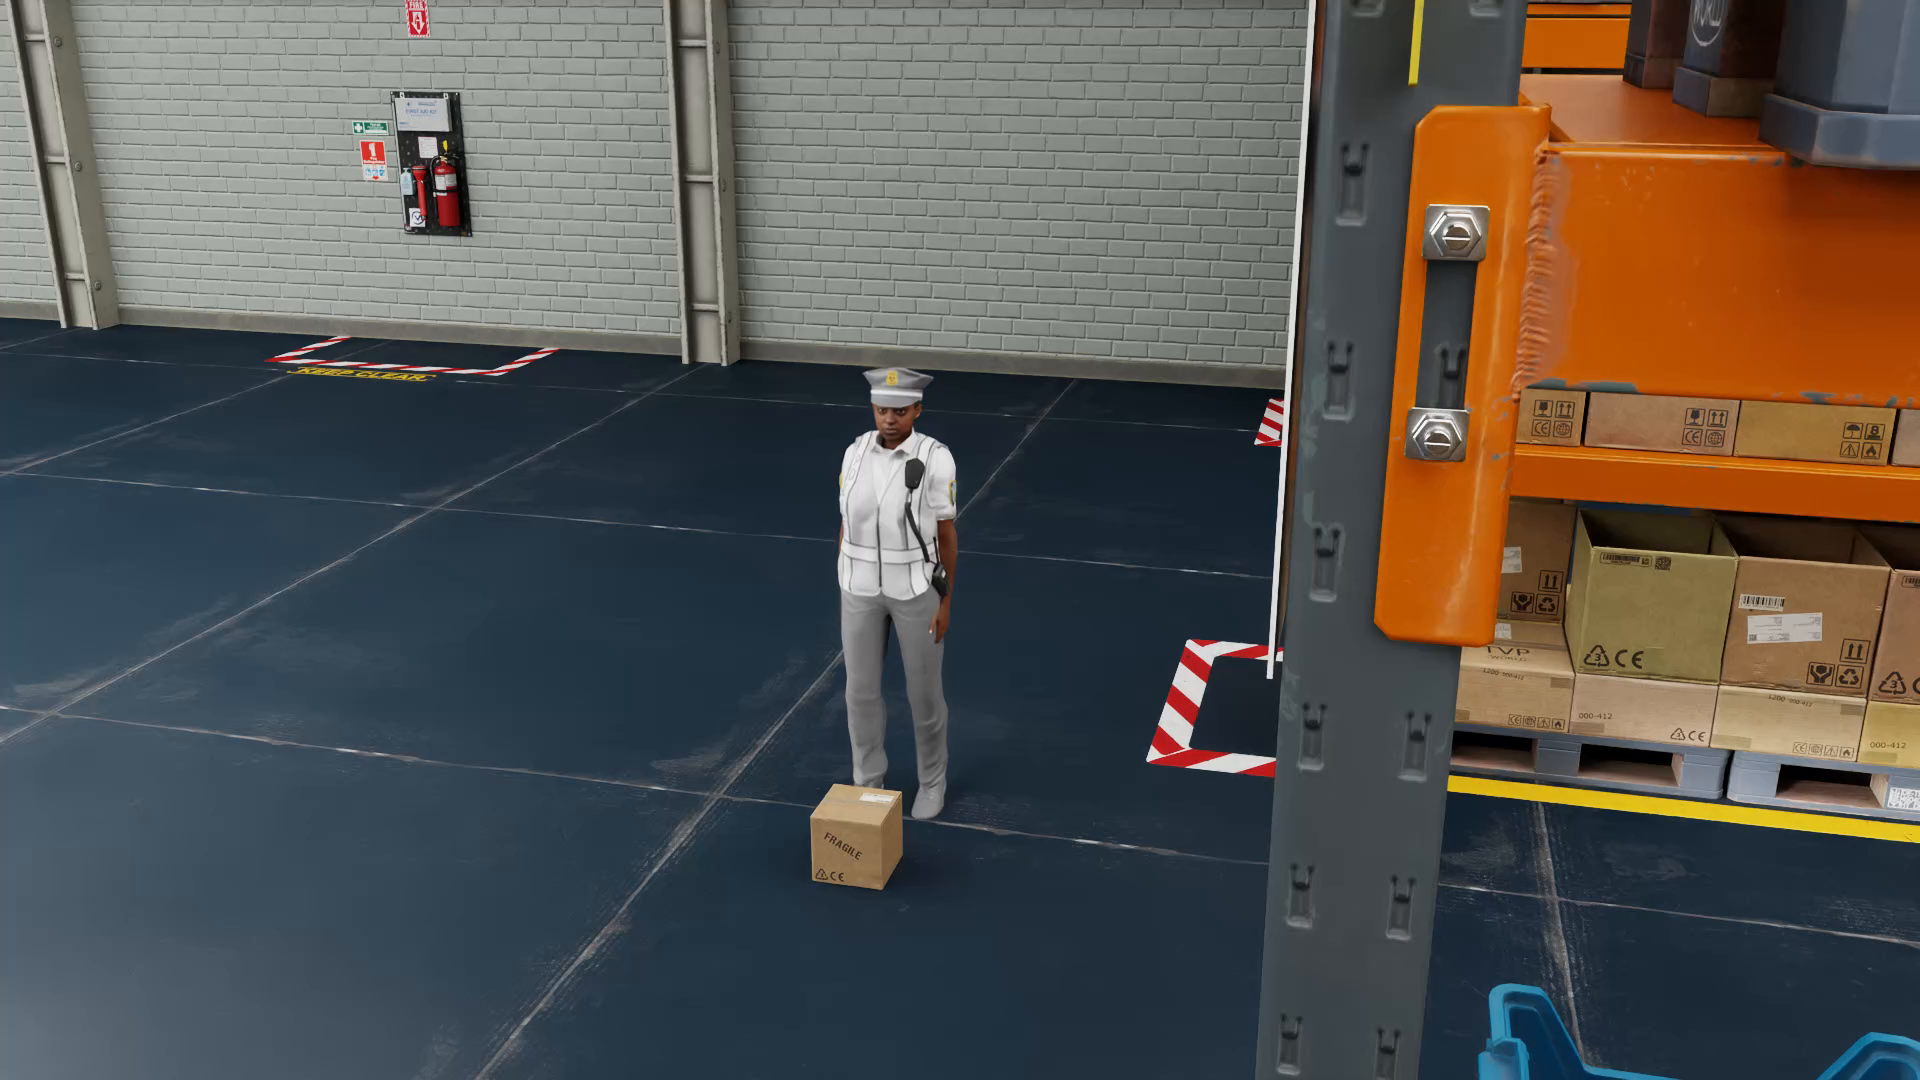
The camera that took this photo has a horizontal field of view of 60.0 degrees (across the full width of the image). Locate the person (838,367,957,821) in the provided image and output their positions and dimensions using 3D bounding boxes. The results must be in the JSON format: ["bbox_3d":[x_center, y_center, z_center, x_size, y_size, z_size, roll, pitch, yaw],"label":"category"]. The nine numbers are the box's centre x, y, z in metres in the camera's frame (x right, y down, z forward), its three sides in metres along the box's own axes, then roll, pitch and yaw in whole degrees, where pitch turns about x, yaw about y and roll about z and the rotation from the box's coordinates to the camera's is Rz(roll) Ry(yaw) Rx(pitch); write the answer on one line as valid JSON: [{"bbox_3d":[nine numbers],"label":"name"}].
[{"bbox_3d":[-0.227,0.212,5.950,0.436,1.693,0.362,5,19,15],"label":"person"}]
